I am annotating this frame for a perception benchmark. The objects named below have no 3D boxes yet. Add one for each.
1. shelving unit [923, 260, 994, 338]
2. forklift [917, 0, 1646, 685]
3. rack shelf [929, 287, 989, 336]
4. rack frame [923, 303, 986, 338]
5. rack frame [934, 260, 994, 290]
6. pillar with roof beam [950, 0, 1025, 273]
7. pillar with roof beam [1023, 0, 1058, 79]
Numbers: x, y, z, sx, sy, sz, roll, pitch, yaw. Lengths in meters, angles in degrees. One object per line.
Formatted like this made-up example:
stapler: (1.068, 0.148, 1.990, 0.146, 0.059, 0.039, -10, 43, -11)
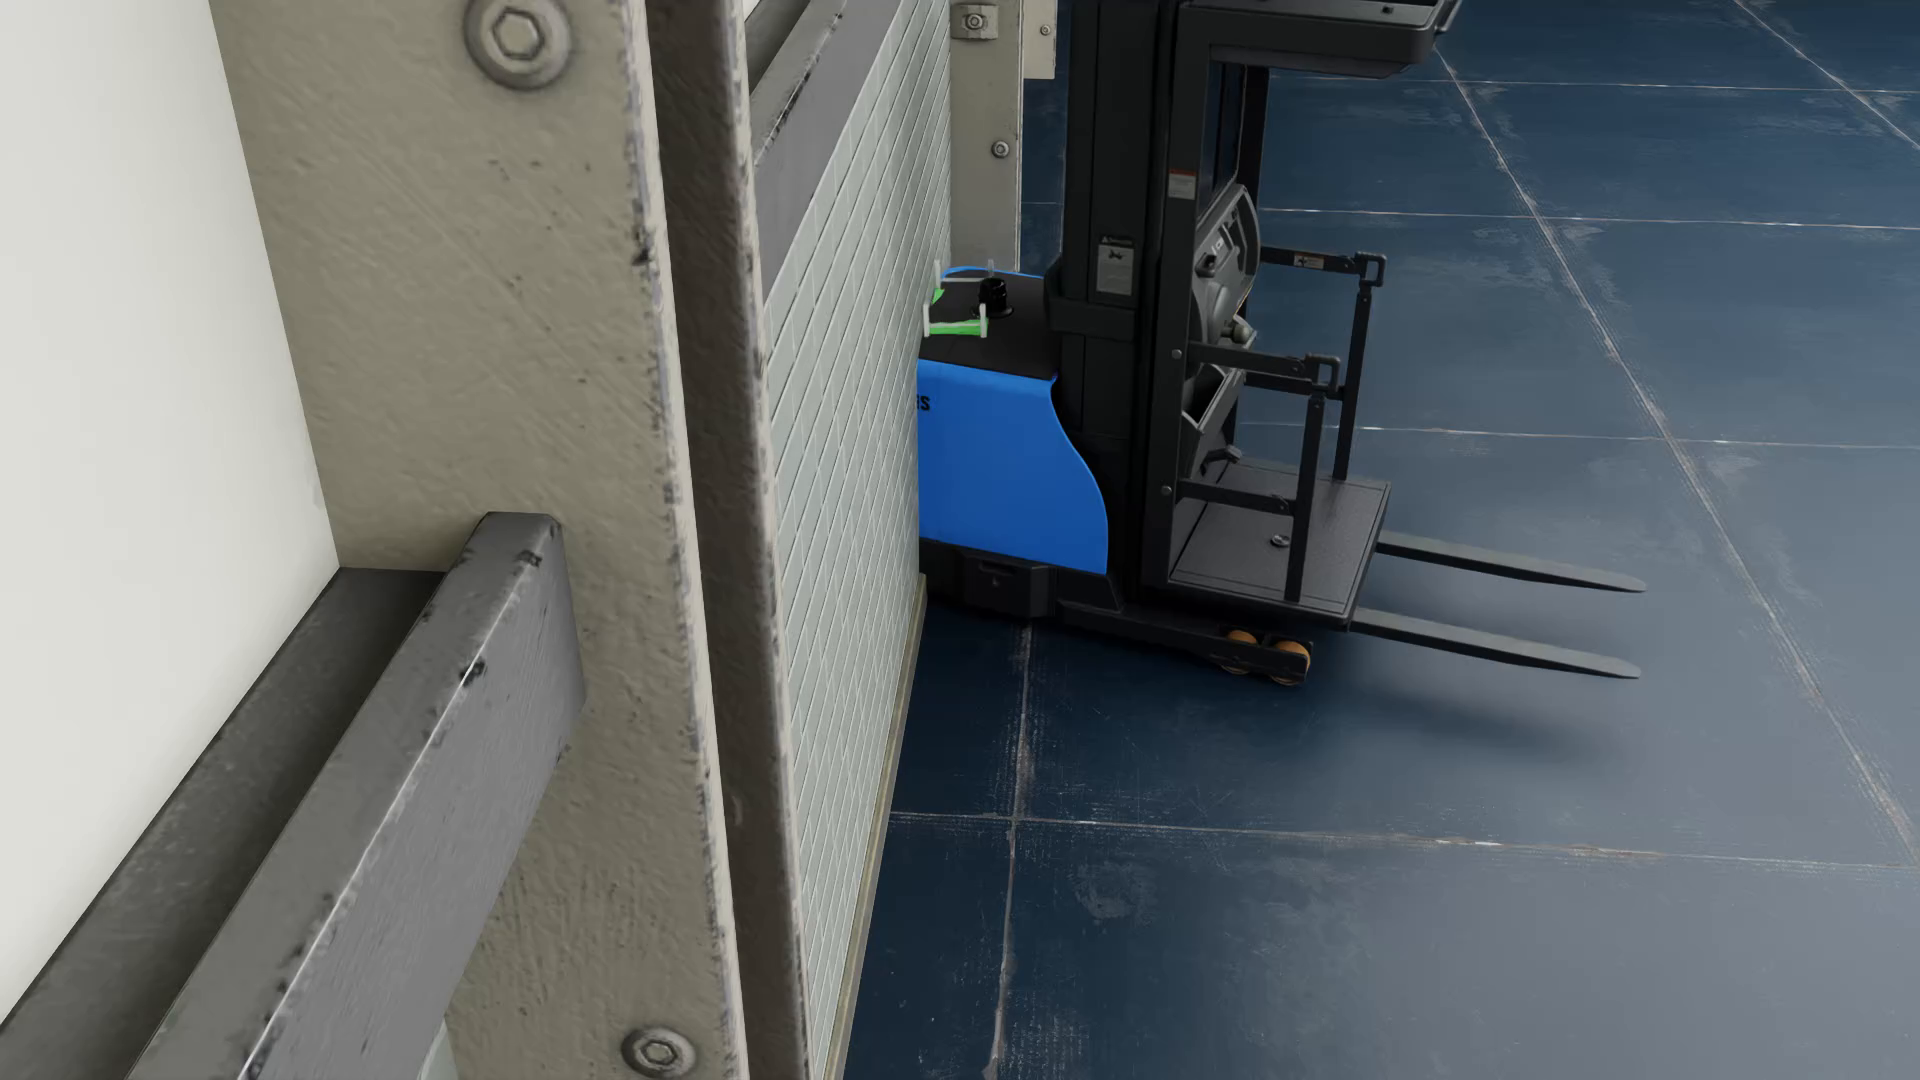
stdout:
shelving unit: (0.021, -0.499, 6.878, 0.258, 1.200, 0.503, 0, 29, 5)
forklift: (1.170, -1.010, 6.095, 3.031, 2.935, 1.130, 11, 33, 18)
rack shelf: (0.004, -0.862, 6.675, 0.258, 0.148, 0.480, 0, 29, 5)
rack frame: (0.001, -0.380, 6.666, 0.240, 1.200, 0.015, 0, 29, 5)
rack frame: (0.040, -0.619, 7.089, 0.240, 1.200, 0.015, 0, 29, 5)
pillar with roof beam: (4.409, -4.274, 5.607, 9.100, 9.000, 0.400, 2, 32, 4)
pillar with roof beam: (4.898, -7.411, 10.698, 9.100, 9.000, 0.400, 2, 32, 4)
